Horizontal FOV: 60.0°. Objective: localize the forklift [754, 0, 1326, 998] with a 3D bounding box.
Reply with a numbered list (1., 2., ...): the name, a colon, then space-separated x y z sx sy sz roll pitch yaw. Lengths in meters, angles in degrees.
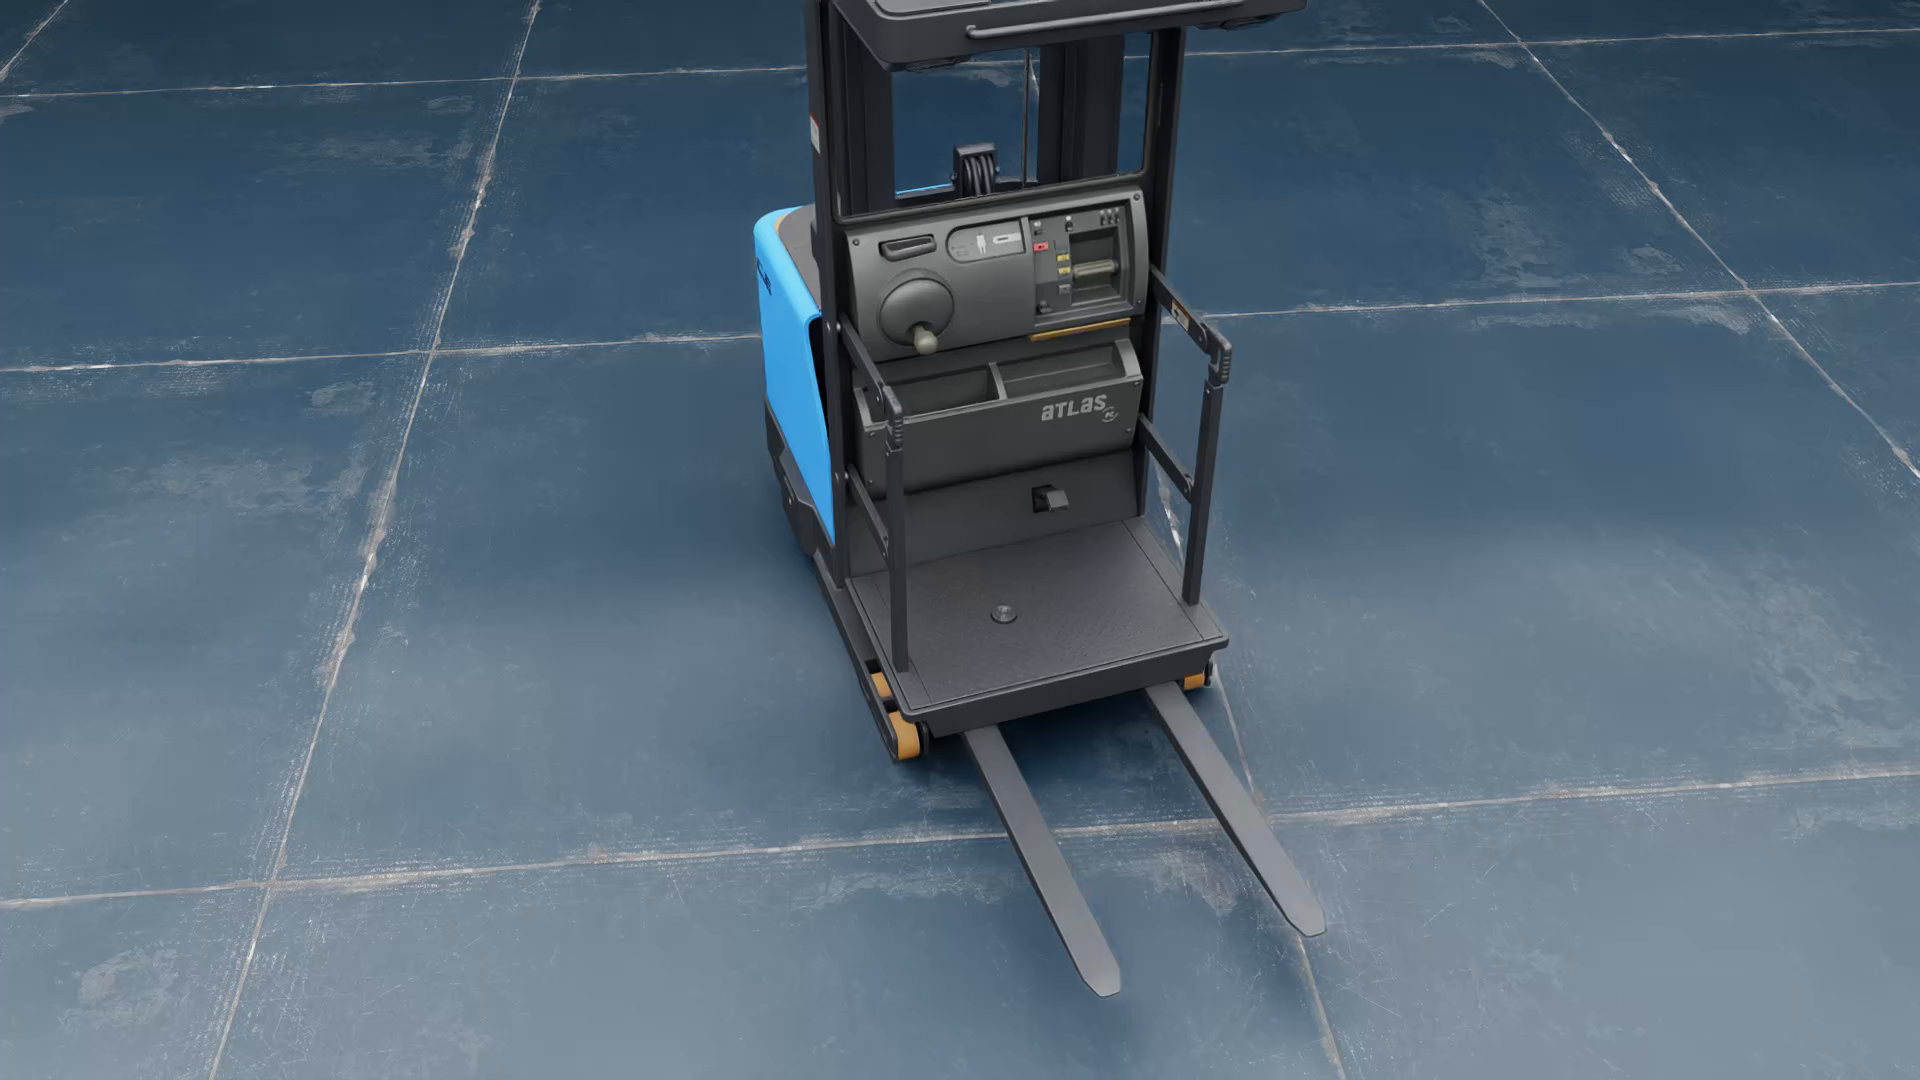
1. forklift: 0.196 -0.728 4.806 1.130 2.935 3.031 -12 40 -15
